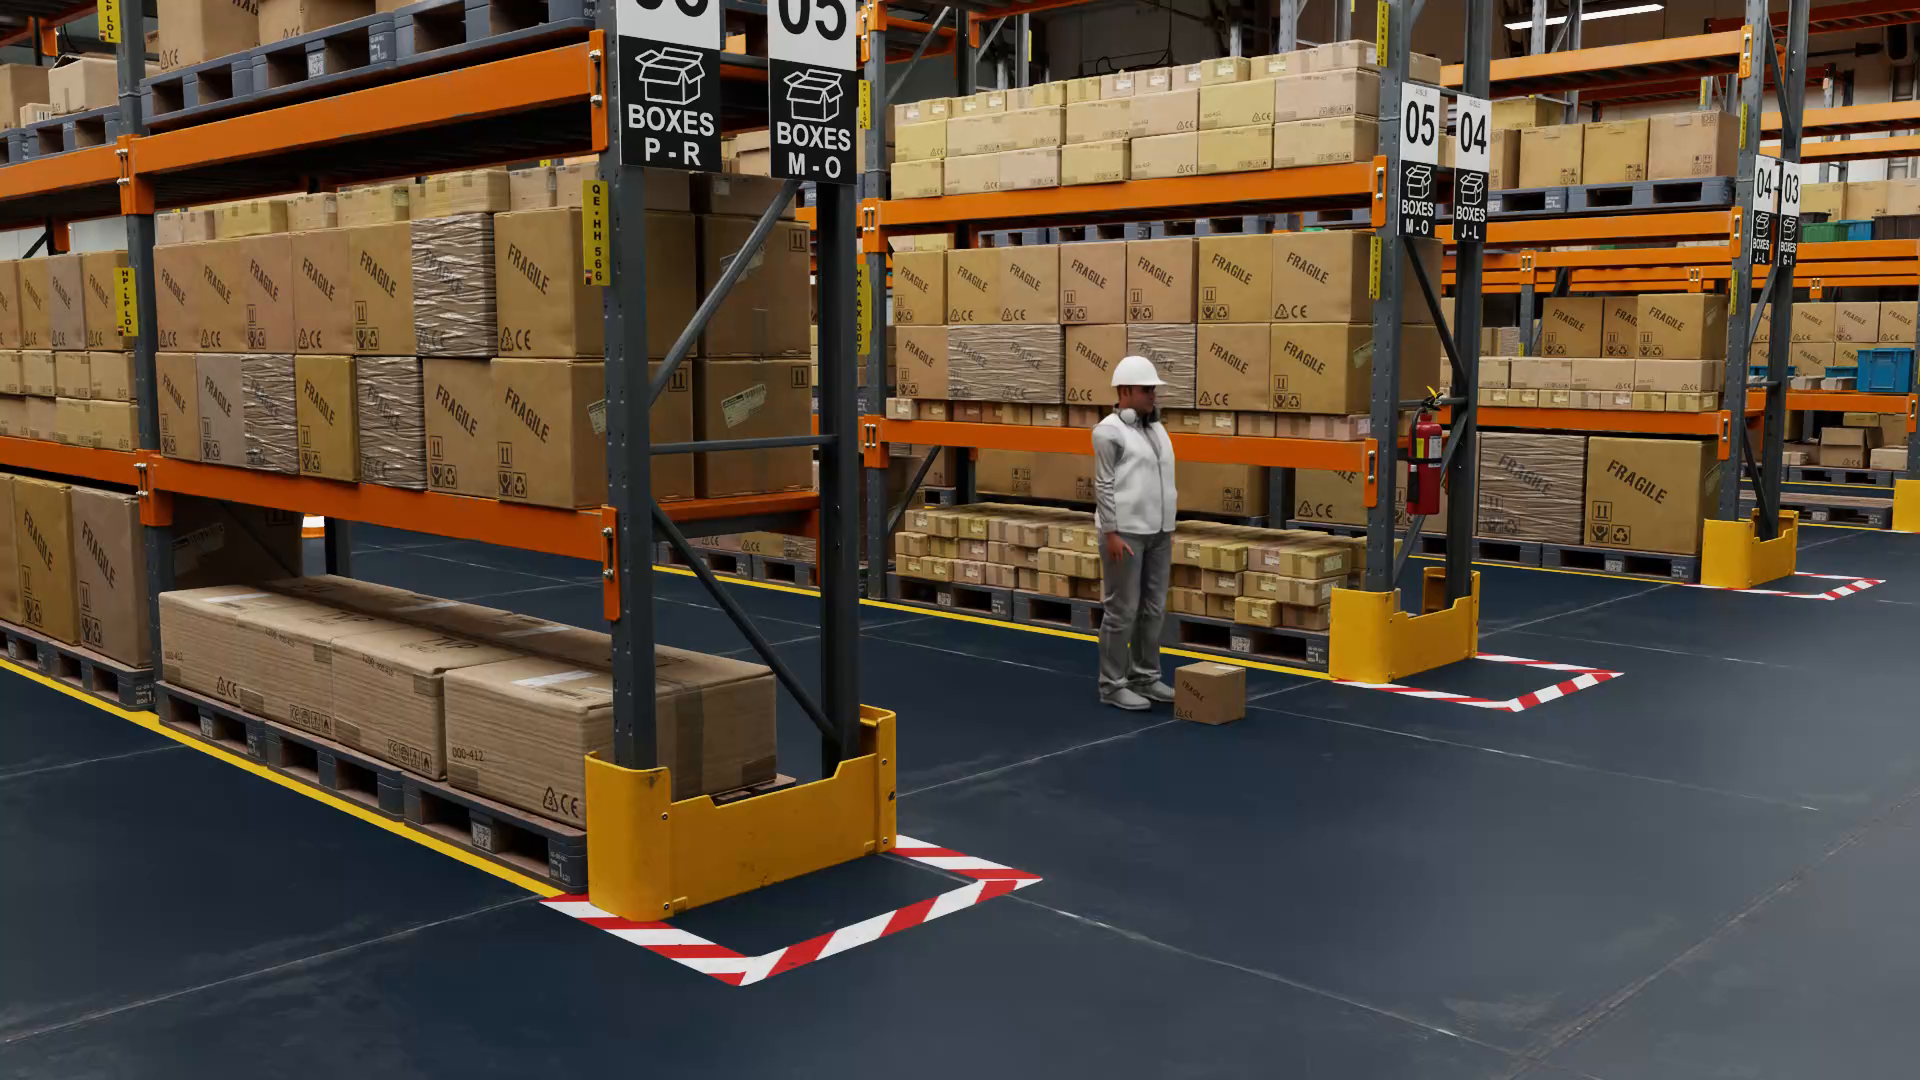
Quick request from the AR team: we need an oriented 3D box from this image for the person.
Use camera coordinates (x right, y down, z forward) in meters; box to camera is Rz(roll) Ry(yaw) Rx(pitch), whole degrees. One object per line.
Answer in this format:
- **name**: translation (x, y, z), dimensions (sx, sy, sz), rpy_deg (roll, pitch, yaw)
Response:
- **person**: translation (0.909, -0.041, 8.466), dimensions (0.531, 1.776, 0.376), rpy_deg (-7, 10, -44)
